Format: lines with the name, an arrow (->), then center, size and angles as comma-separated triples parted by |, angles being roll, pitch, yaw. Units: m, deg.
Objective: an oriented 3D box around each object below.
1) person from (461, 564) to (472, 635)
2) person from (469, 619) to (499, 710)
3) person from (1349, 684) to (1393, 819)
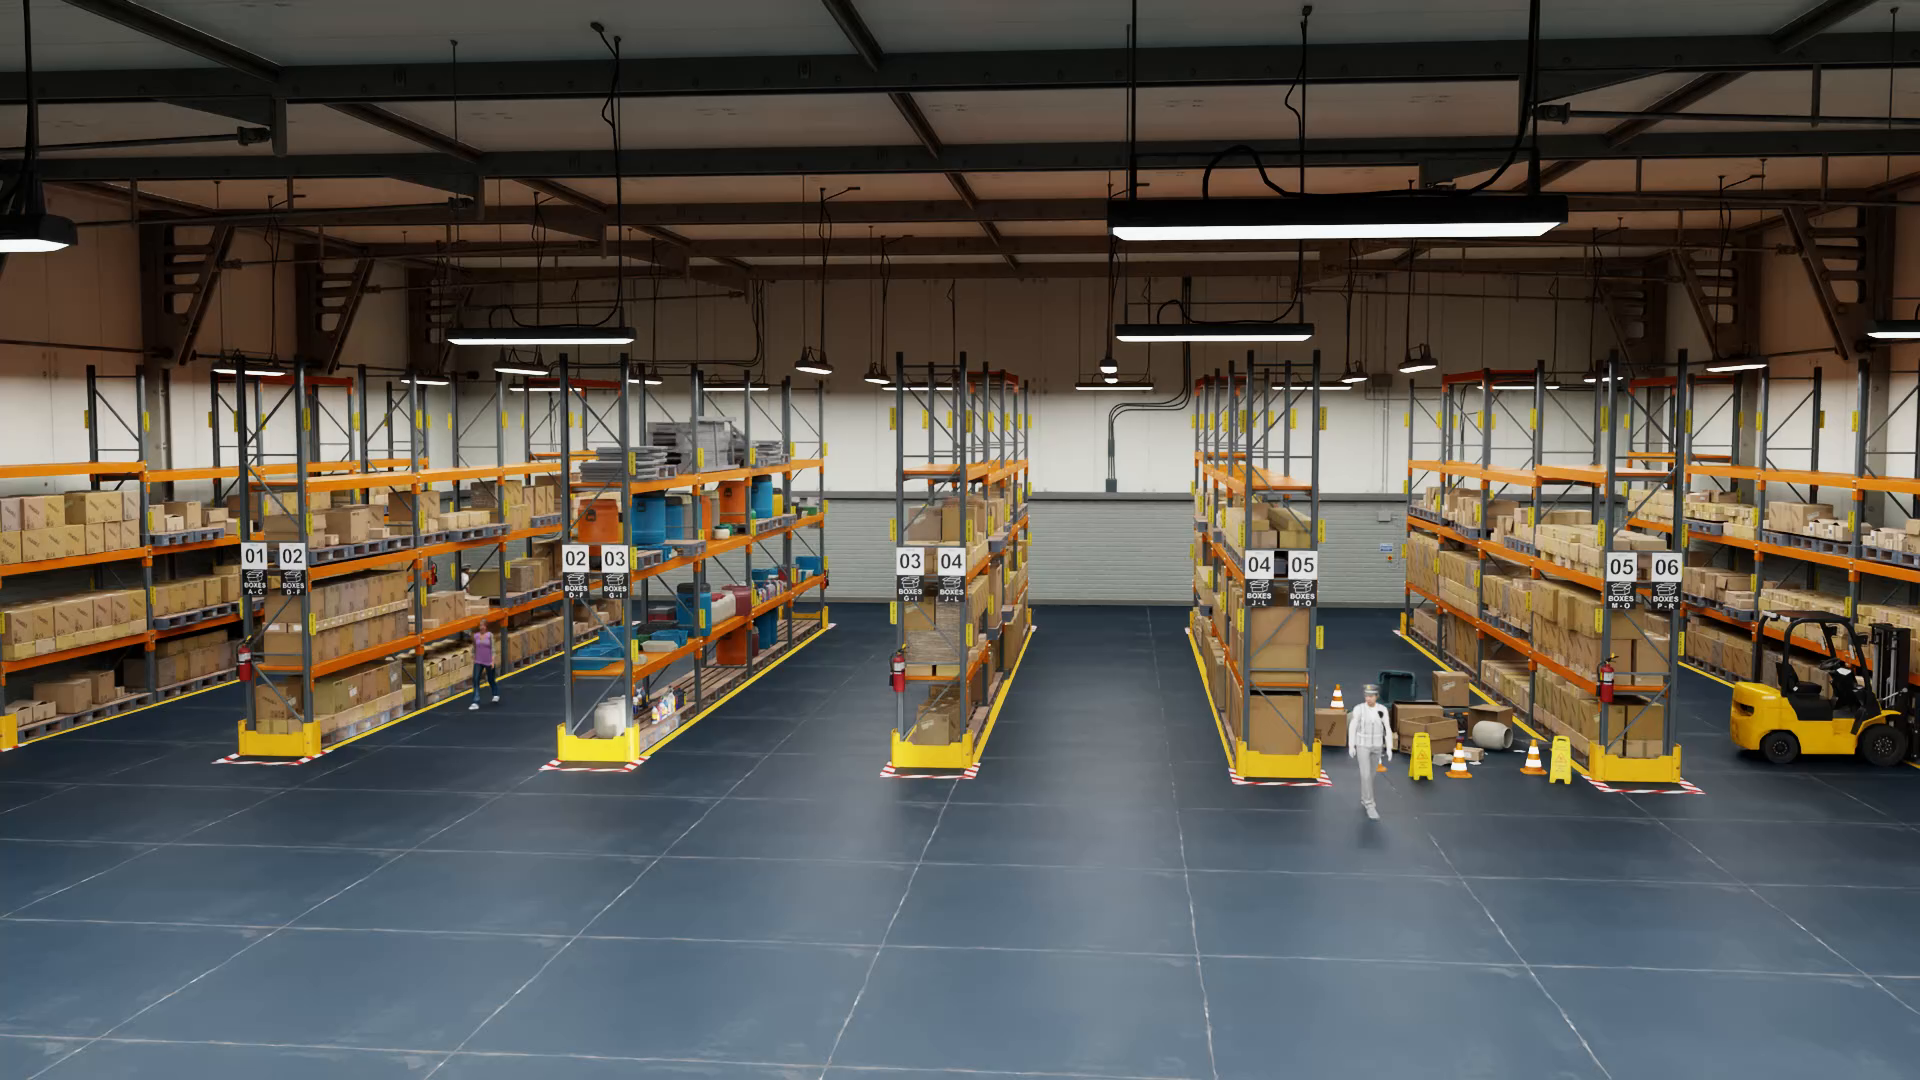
person -> -11.624, 1.420, 39.042 | 0.384, 1.719, 0.539 | -3, 5, -39
person -> -8.319, 2.145, 29.036 | 0.461, 1.539, 0.972 | 0, 4, 5
person -> 5.247, 2.652, 21.190 | 0.515, 1.648, 0.817 | 0, 4, -5
